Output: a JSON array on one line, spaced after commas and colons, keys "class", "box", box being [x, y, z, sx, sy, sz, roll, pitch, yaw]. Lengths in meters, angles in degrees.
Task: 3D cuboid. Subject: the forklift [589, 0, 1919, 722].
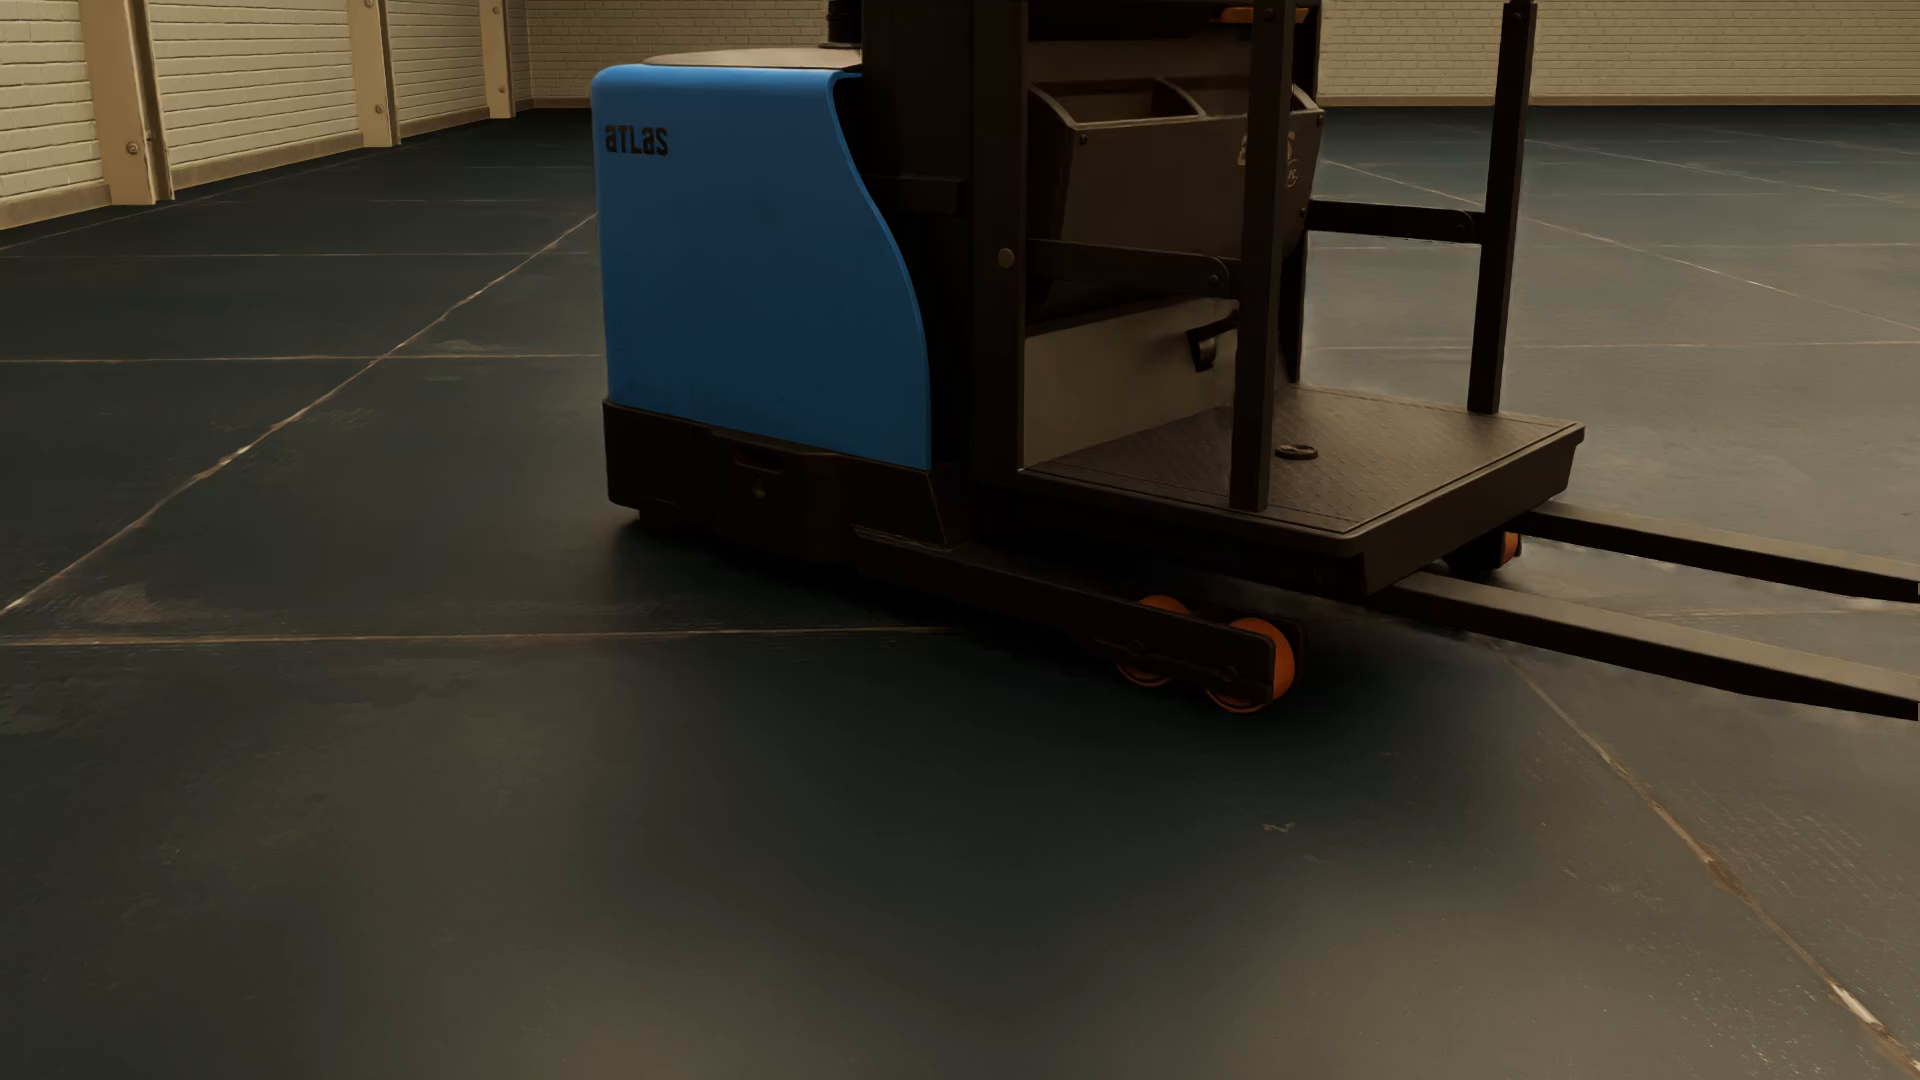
[{"class": "forklift", "box": [0.607, -1.271, 3.063, 3.031, 2.935, 1.130, 14, 22, 38]}]
